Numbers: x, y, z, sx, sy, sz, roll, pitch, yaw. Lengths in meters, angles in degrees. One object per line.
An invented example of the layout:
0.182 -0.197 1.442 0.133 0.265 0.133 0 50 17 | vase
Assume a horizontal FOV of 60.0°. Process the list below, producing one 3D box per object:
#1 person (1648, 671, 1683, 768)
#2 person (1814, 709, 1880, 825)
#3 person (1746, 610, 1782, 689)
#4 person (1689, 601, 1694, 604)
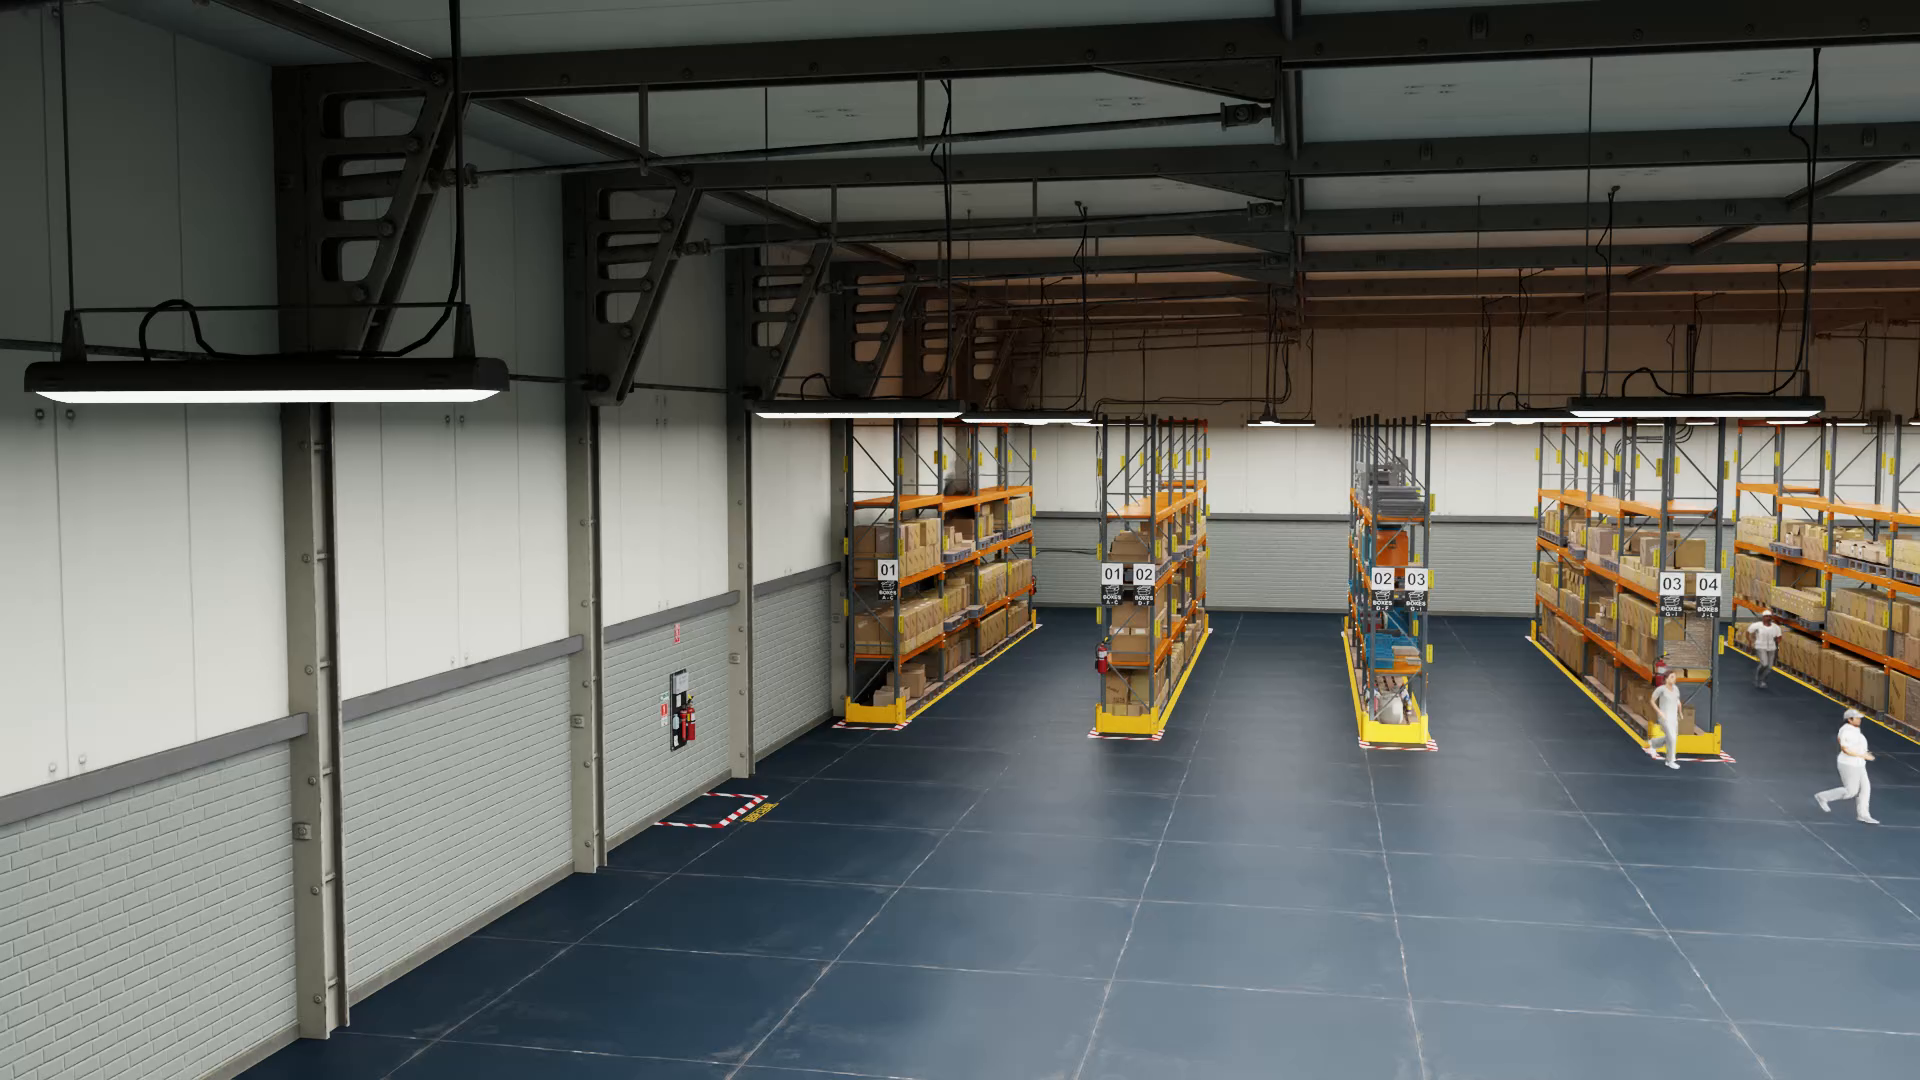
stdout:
12.013 3.029 28.377 0.551 1.629 0.740 -2 4 -22 | person
12.962 3.288 24.242 0.849 1.659 0.607 3 5 36 | person
17.700 2.407 36.520 0.676 1.742 0.671 0 4 6 | person
19.231 1.952 44.314 0.556 1.641 0.648 -3 5 -41 | person
